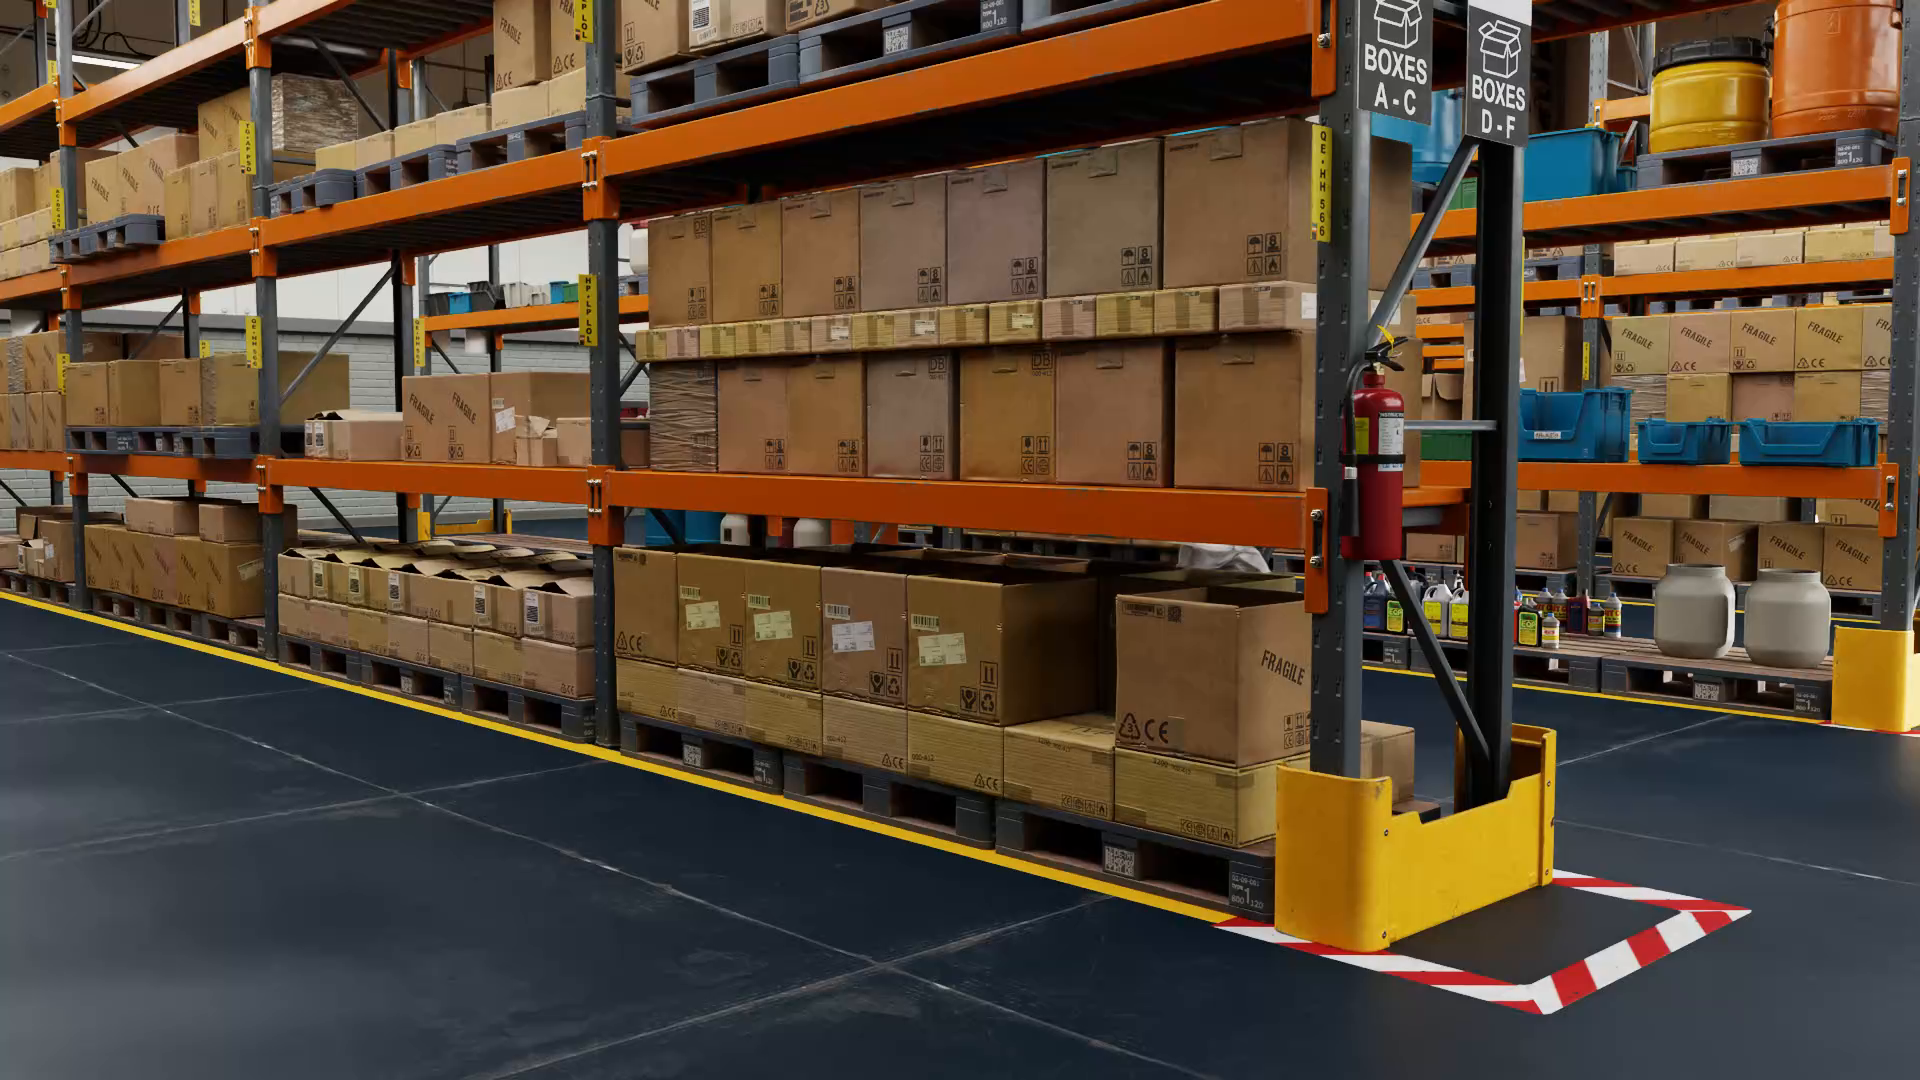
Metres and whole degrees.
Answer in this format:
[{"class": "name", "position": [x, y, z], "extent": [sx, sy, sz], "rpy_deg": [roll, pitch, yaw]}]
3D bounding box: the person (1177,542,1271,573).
[{"class": "person", "position": [1.432, 0.040, 9.002], "extent": [0.684, 1.696, 0.878], "rpy_deg": [-3, 5, -40]}]
